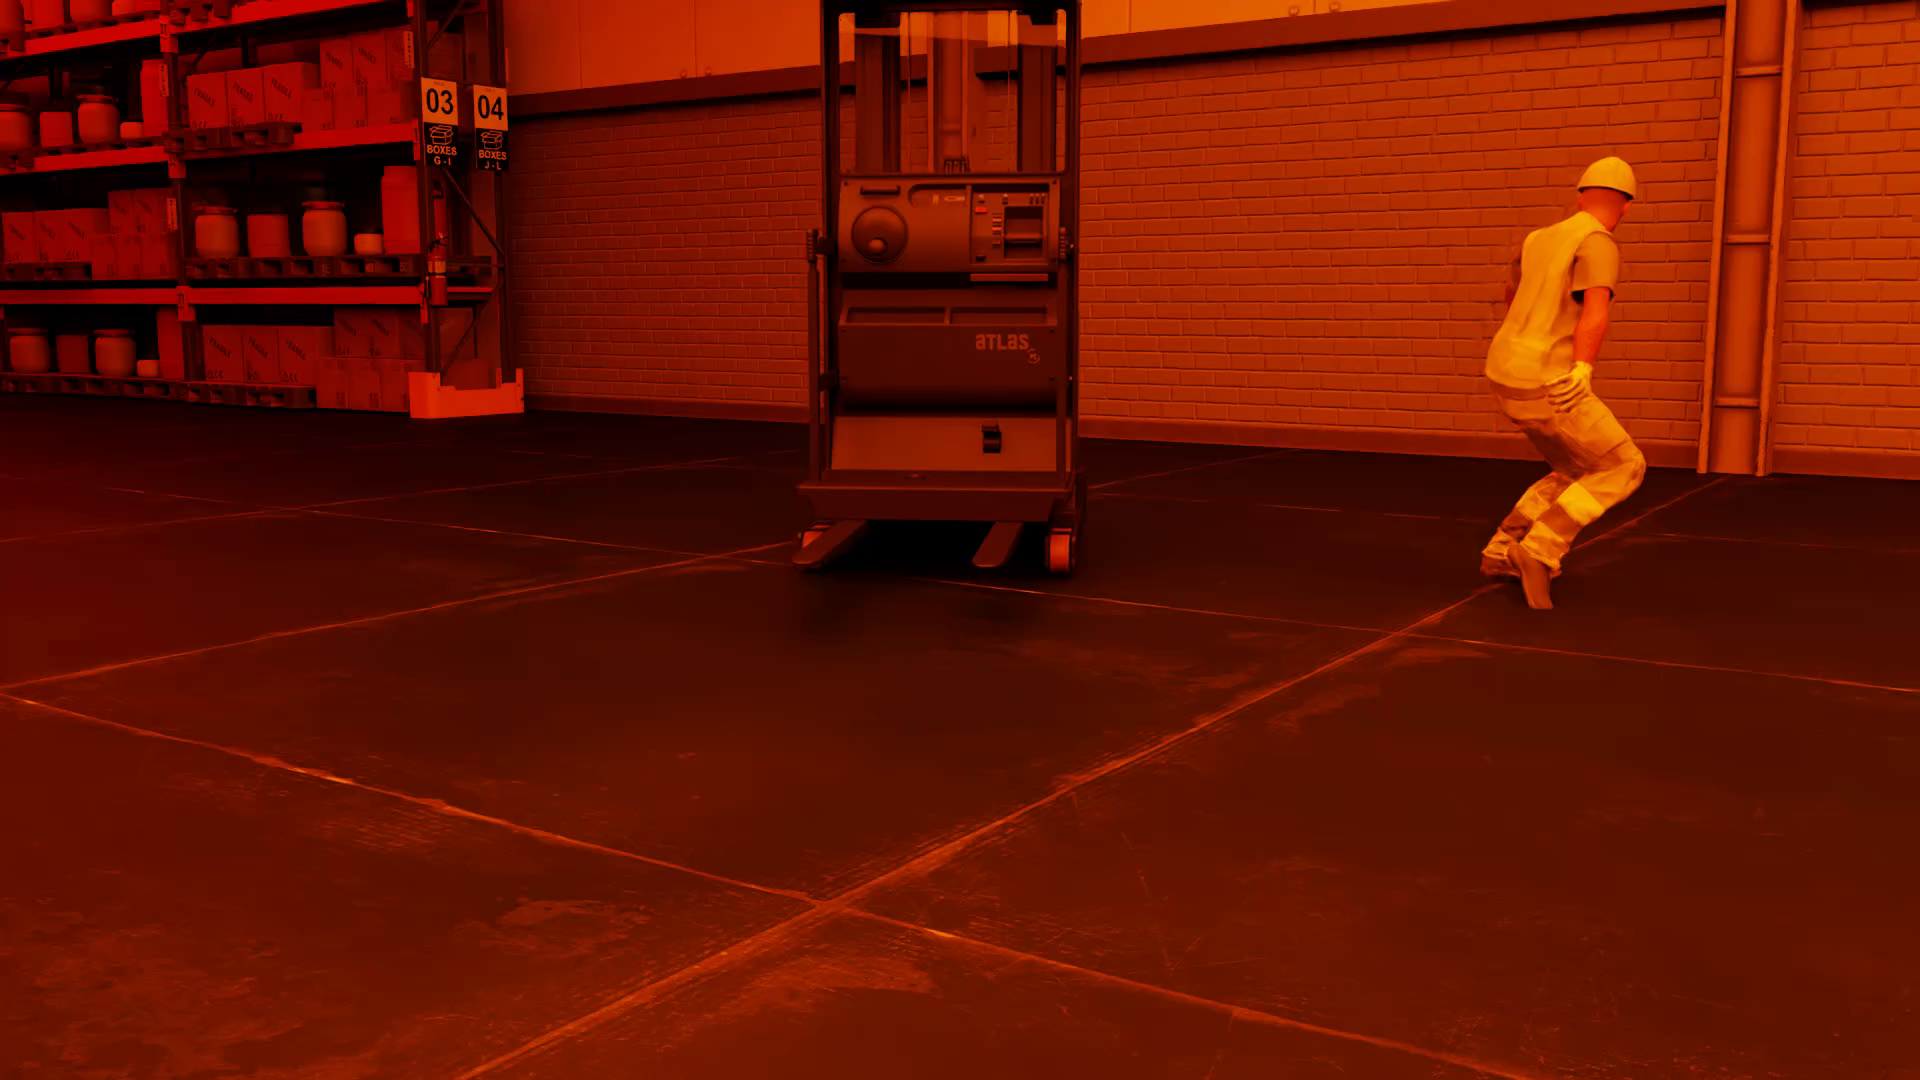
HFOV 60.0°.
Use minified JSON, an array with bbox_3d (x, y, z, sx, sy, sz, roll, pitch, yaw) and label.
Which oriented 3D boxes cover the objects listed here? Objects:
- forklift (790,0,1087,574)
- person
[{"bbox_3d":[-0.065,-1.362,6.771,1.130,2.935,3.031,1,8,6],"label":"forklift"},{"bbox_3d":[2.192,-0.553,6.037,0.502,1.656,1.027,0,8,2],"label":"person"}]
